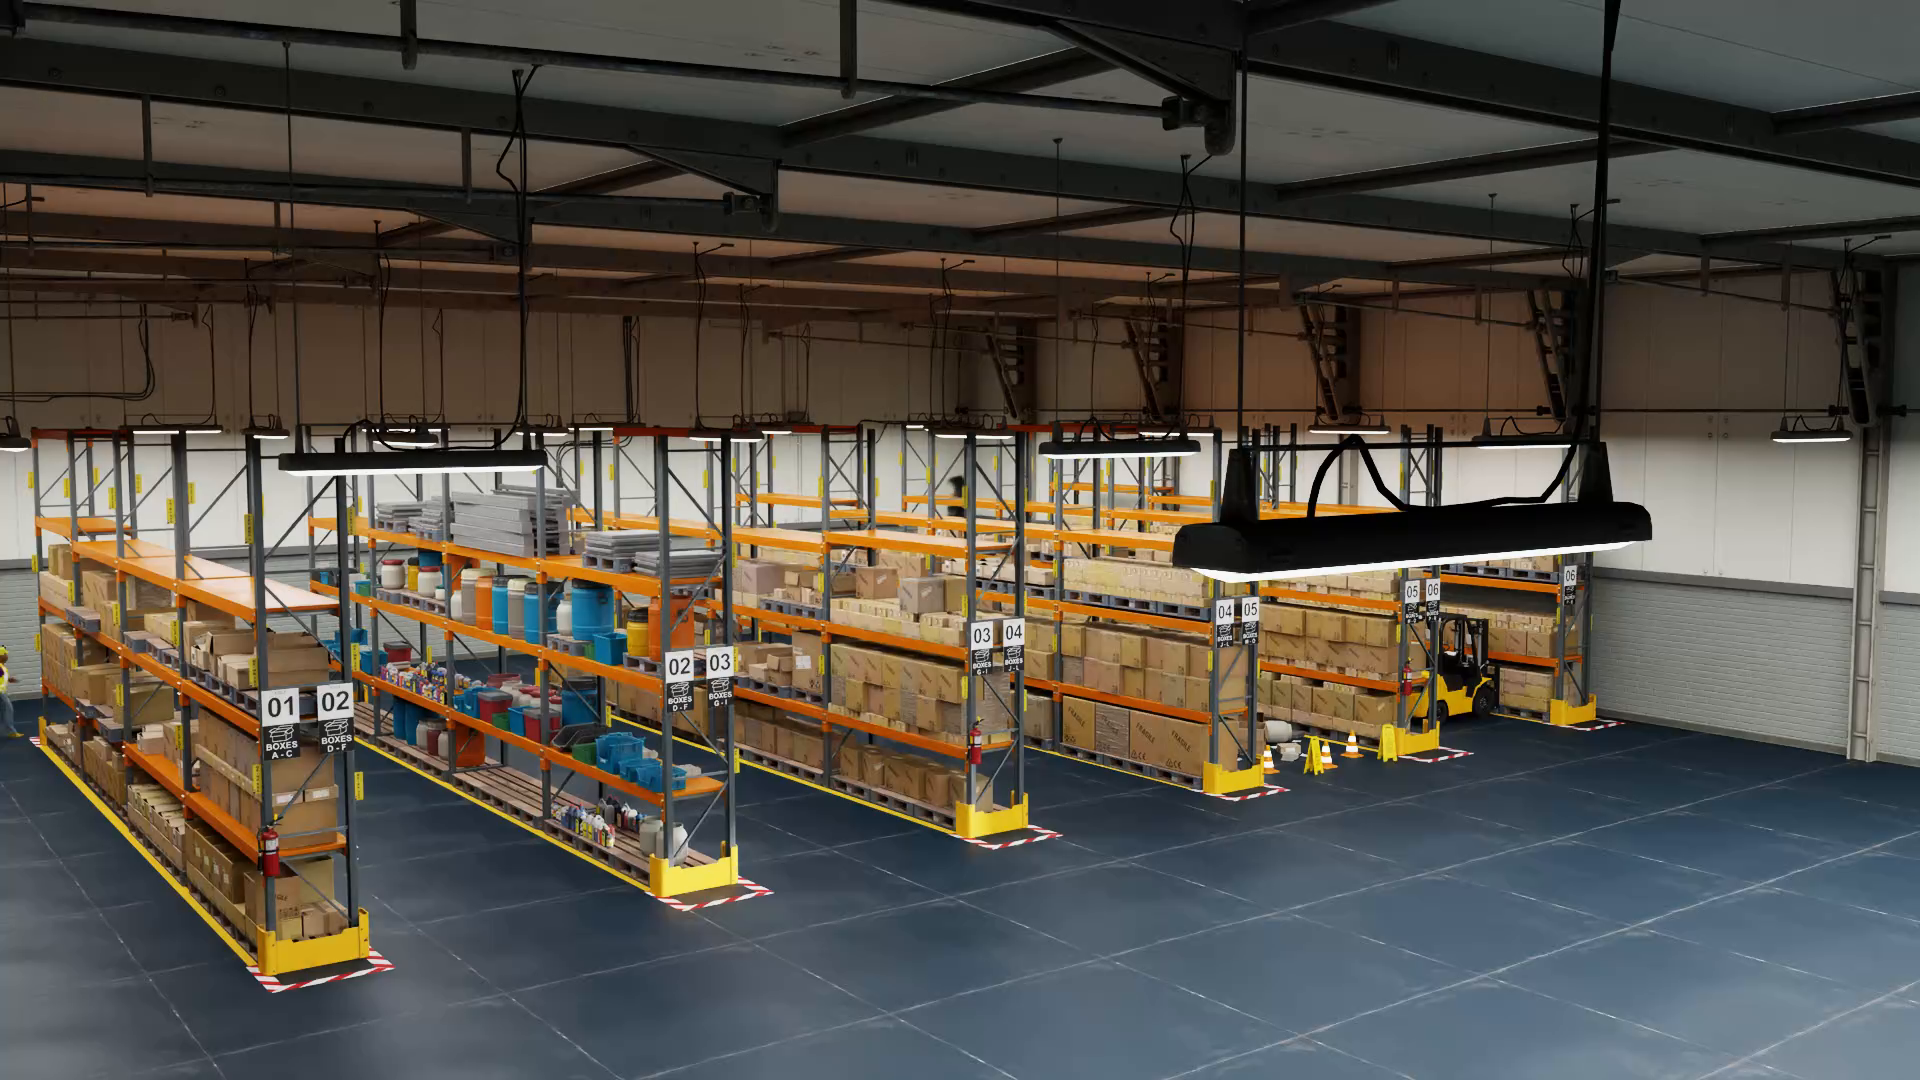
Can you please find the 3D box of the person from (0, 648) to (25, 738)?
[{"bbox_3d":[-18.535,2.952,31.909,0.973,1.762,0.668,-3,5,-33],"label":"person"}]
